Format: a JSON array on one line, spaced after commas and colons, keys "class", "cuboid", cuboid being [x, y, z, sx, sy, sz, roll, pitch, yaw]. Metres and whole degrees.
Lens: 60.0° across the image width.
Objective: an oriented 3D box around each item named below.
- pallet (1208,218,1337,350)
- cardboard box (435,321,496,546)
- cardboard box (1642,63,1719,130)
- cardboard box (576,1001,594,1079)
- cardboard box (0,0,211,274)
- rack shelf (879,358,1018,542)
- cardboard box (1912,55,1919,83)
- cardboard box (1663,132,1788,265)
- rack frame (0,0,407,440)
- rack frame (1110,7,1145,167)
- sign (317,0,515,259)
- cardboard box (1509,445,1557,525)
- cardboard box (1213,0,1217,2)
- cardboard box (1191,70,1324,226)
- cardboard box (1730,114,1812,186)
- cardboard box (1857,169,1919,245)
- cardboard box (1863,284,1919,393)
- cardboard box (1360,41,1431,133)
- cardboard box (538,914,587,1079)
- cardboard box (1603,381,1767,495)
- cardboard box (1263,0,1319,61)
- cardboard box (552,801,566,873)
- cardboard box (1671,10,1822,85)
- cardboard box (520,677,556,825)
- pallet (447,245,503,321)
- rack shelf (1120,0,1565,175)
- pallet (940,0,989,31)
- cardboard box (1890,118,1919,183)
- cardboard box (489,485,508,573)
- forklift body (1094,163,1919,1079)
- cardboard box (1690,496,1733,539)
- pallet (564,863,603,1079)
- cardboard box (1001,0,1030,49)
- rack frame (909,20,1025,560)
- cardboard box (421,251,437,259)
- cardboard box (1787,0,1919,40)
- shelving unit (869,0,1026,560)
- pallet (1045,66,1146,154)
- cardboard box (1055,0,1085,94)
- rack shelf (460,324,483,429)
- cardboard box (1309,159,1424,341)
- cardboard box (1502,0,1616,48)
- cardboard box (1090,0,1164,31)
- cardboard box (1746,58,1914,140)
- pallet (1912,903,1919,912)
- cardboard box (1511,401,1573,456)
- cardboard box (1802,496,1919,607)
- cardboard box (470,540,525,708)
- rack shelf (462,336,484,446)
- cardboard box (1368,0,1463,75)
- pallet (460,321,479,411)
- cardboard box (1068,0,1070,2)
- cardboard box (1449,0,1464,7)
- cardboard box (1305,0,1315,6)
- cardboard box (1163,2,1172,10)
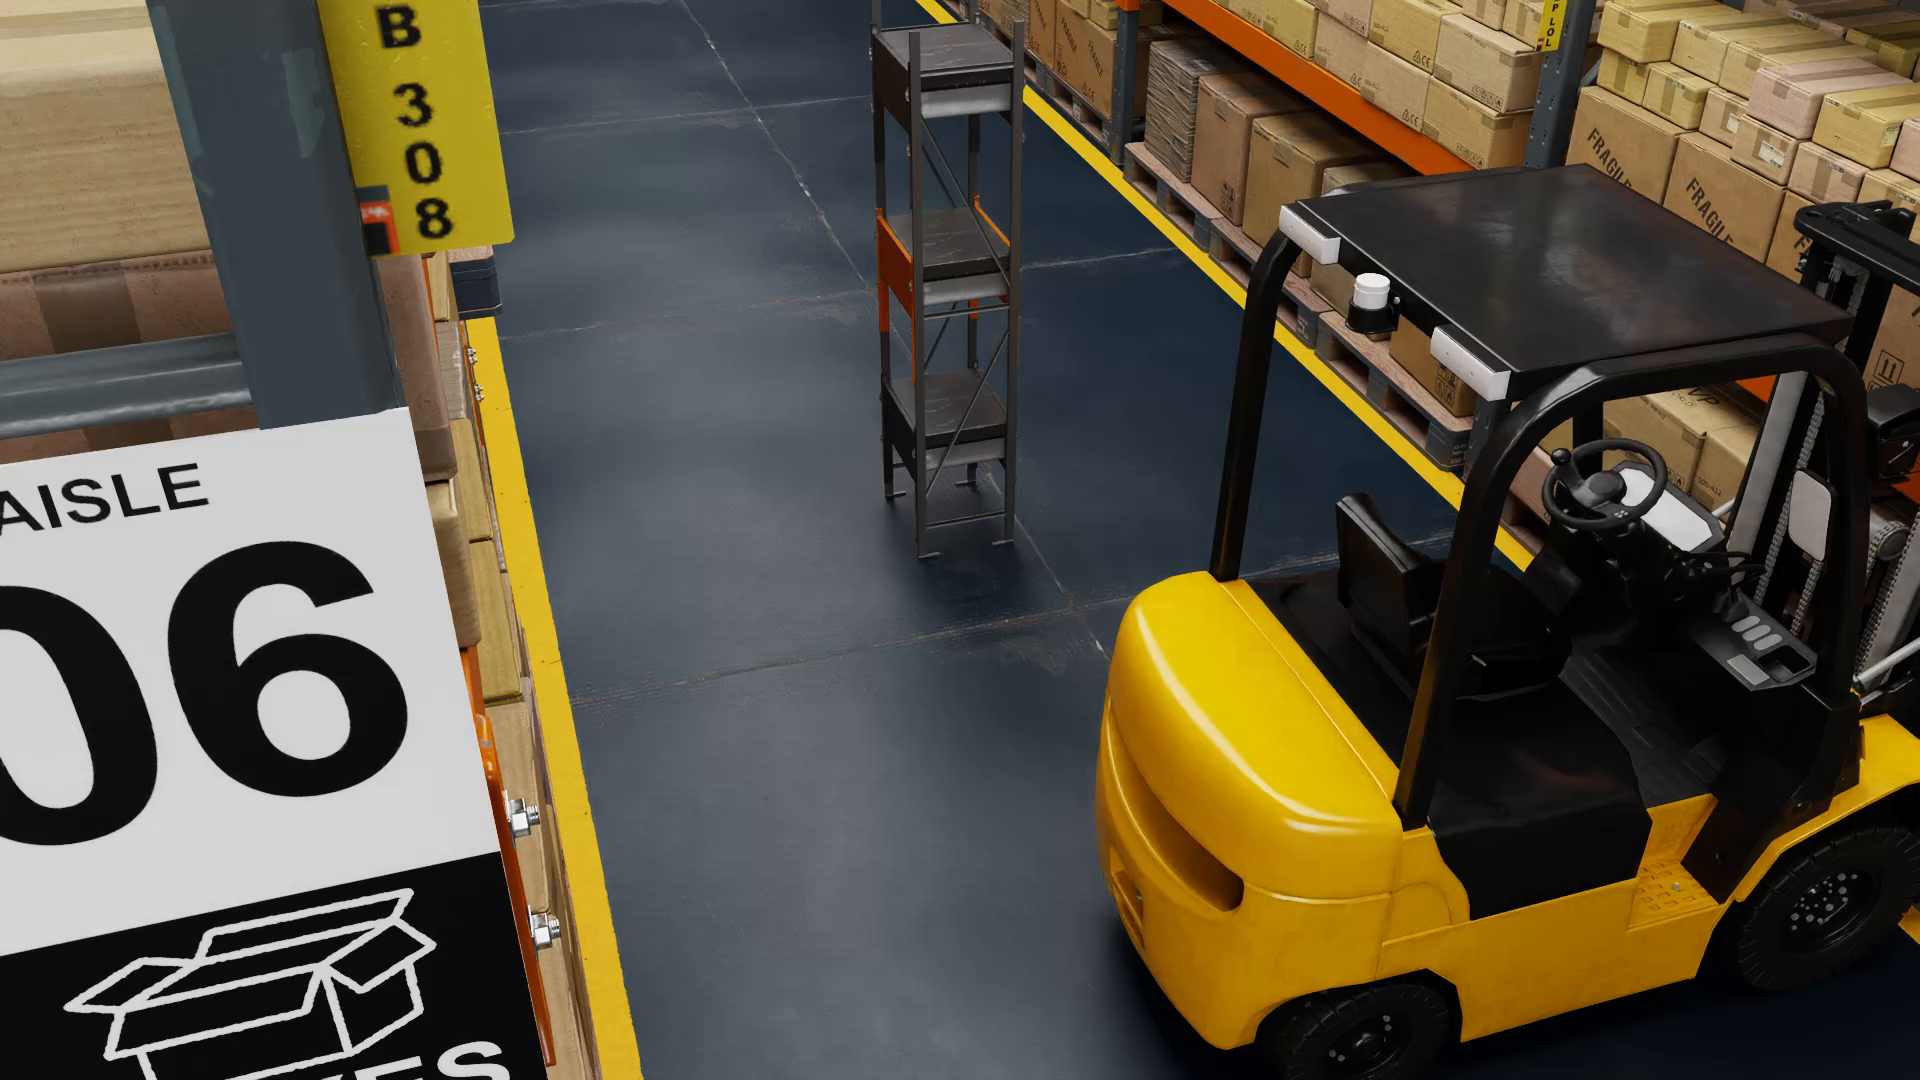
[{"class": "pallet", "cuboid": [2.006, -1.416, 8.701, 1.003, 0.211, 1.213, -10, 35, -15]}, {"class": "cardboard box", "cuboid": [-1.384, -0.154, 3.902, 0.500, 0.500, 0.500, -9, 35, -13]}, {"class": "cardboard box", "cuboid": [2.571, -1.522, 5.654, 0.380, 0.149, 0.250, -9, 35, -14]}, {"class": "cardboard box", "cuboid": [-1.017, 1.282, 3.521, 0.500, 0.500, 0.500, -11, 35, -17]}, {"class": "cardboard box", "cuboid": [-0.777, -0.321, 1.298, 0.380, 0.149, 0.250, -10, 35, -15]}, {"class": "rack shelf", "cuboid": [-0.050, -0.368, 6.696, 0.431, 0.518, 0.480, -10, 35, -15]}, {"class": "cardboard box", "cuboid": [3.295, -1.481, 5.321, 0.380, 0.149, 0.250, -11, 35, -16]}, {"class": "cardboard box", "cuboid": [2.705, -1.051, 5.530, 0.500, 0.500, 0.500, -9, 35, -14]}, {"class": "rack frame", "cuboid": [-0.862, -1.123, 0.288, 1.000, 3.000, 0.127, -10, 35, -15]}, {"class": "rack frame", "cuboid": [1.423, -3.657, 9.564, 1.000, 3.000, 0.127, -10, 35, -15]}, {"class": "sign", "cuboid": [-0.346, -0.328, 1.012, 0.100, 0.325, 0.005, -10, 35, -15]}, {"class": "cardboard box", "cuboid": [2.476, -0.276, 6.560, 0.500, 0.250, 0.500, -10, 35, -14]}, {"class": "cardboard box", "cuboid": [1.475, -3.056, 8.790, 0.500, 0.250, 0.500, -11, 35, -16]}, {"class": "cardboard box", "cuboid": [1.807, -2.170, 9.087, 0.875, 0.625, 0.625, -9, 34, -13]}, {"class": "cardboard box", "cuboid": [2.681, -1.248, 5.239, 0.380, 0.149, 0.250, -9, 35, -14]}, {"class": "cardboard box", "cuboid": [2.853, -0.981, 4.835, 0.380, 0.149, 0.250, -11, 35, -16]}, {"class": "cardboard box", "cuboid": [2.994, -0.518, 4.723, 0.500, 0.500, 0.500, -10, 35, -14]}, {"class": "cardboard box", "cuboid": [2.082, -1.978, 7.159, 0.500, 0.250, 0.500, -10, 35, -15]}, {"class": "cardboard box", "cuboid": [-0.743, 0.918, 2.279, 0.500, 0.500, 0.500, -11, 35, -15]}, {"class": "cardboard box", "cuboid": [2.639, -0.426, 5.879, 0.500, 0.250, 0.500, -10, 35, -15]}, {"class": "cardboard box", "cuboid": [1.795, -2.514, 7.970, 0.500, 0.250, 0.500, -9, 34, -13]}, {"class": "cardboard box", "cuboid": [-1.474, 0.794, 4.940, 0.500, 0.250, 0.500, -11, 35, -16]}, {"class": "cardboard box", "cuboid": [2.641, -1.657, 5.588, 0.380, 0.149, 0.250, -9, 35, -14]}, {"class": "cardboard box", "cuboid": [-1.333, 0.738, 4.345, 0.500, 0.500, 0.500, -8, 34, -12]}, {"class": "pallet", "cuboid": [-2.177, -1.066, 5.817, 1.003, 0.211, 1.213, -10, 35, -15]}, {"class": "rack shelf", "cuboid": [2.033, -2.307, 8.173, 1.077, 0.370, 4.000, -10, 35, -15]}, {"class": "pallet", "cuboid": [0.487, -4.173, 12.874, 1.003, 0.211, 1.213, -10, 35, -15]}, {"class": "cardboard box", "cuboid": [2.927, -1.113, 4.765, 0.380, 0.149, 0.250, -10, 35, -15]}, {"class": "cardboard box", "cuboid": [-1.646, 0.204, 5.153, 0.500, 0.500, 0.500, -10, 35, -15]}, {"class": "forklift body", "cuboid": [1.548, 0.208, 4.484, 2.313, 2.155, 1.214, -10, 35, -15]}, {"class": "cardboard box", "cuboid": [2.795, 0.042, 5.625, 0.500, 0.250, 0.500, -10, 35, -15]}, {"class": "pallet", "cuboid": [-1.468, 1.431, 4.393, 1.003, 0.211, 1.213, -10, 35, -15]}, {"class": "cardboard box", "cuboid": [0.609, -3.784, 11.642, 0.500, 0.500, 0.500, -11, 35, -16]}, {"class": "rack frame", "cuboid": [0.024, -0.835, 6.109, 0.400, 2.100, 0.015, -10, 35, -15]}, {"class": "cardboard box", "cuboid": [-0.906, -0.508, 1.944, 0.500, 0.250, 0.500, -11, 35, -15]}, {"class": "cardboard box", "cuboid": [3.066, -1.738, 5.711, 0.380, 0.149, 0.250, -11, 35, -16]}, {"class": "shelving unit", "cuboid": [-0.050, -0.963, 6.303, 0.431, 2.100, 0.503, -10, 35, -15]}, {"class": "pallet", "cuboid": [1.232, -2.892, 10.936, 1.003, 0.211, 1.213, -10, 35, -15]}, {"class": "cardboard box", "cuboid": [0.947, -3.240, 10.819, 0.500, 0.500, 0.500, -11, 35, -15]}, {"class": "rack shelf", "cuboid": [-2.693, -1.471, 6.907, 1.077, 0.370, 4.000, -10, 35, -15]}, {"class": "cardboard box", "cuboid": [2.244, -1.423, 7.955, 0.875, 0.625, 0.625, -10, 35, -15]}, {"class": "cardboard box", "cuboid": [2.328, -2.012, 6.394, 0.380, 0.149, 0.250, -9, 34, -13]}, {"class": "cardboard box", "cuboid": [1.031, -3.277, 10.287, 0.380, 0.149, 0.250, -12, 35, -17]}, {"class": "cardboard box", "cuboid": [2.691, -1.370, 5.153, 0.380, 0.149, 0.250, -9, 35, -14]}, {"class": "pallet", "cuboid": [3.222, 0.672, 5.541, 1.003, 0.211, 1.213, -10, 35, -15]}, {"class": "cardboard box", "cuboid": [2.497, -0.488, 6.427, 0.500, 0.250, 0.500, -10, 35, -15]}, {"class": "cardboard box", "cuboid": [2.954, 0.111, 5.068, 0.500, 0.250, 0.500, -11, 35, -16]}, {"class": "cardboard box", "cuboid": [-1.060, 0.380, 3.094, 0.500, 0.500, 0.500, -11, 35, -16]}, {"class": "rack shelf", "cuboid": [-1.472, 0.630, 3.729, 1.077, 0.370, 4.000, -10, 35, -15]}, {"class": "cardboard box", "cuboid": [2.086, -2.187, 7.021, 0.500, 0.250, 0.500, -11, 35, -16]}, {"class": "pallet", "cuboid": [-2.697, -0.607, 7.478, 1.003, 0.211, 1.213, -10, 35, -15]}, {"class": "cardboard box", "cuboid": [0.880, -3.561, 10.716, 0.380, 0.149, 0.250, -11, 35, -16]}, {"class": "cardboard box", "cuboid": [2.207, -2.281, 6.803, 0.380, 0.149, 0.250, -10, 35, -15]}, {"class": "cardboard box", "cuboid": [1.800, -2.724, 7.835, 0.500, 0.250, 0.500, -10, 35, -14]}, {"class": "cardboard box", "cuboid": [1.431, -3.319, 10.939, 0.500, 0.500, 0.500, -10, 35, -15]}]
